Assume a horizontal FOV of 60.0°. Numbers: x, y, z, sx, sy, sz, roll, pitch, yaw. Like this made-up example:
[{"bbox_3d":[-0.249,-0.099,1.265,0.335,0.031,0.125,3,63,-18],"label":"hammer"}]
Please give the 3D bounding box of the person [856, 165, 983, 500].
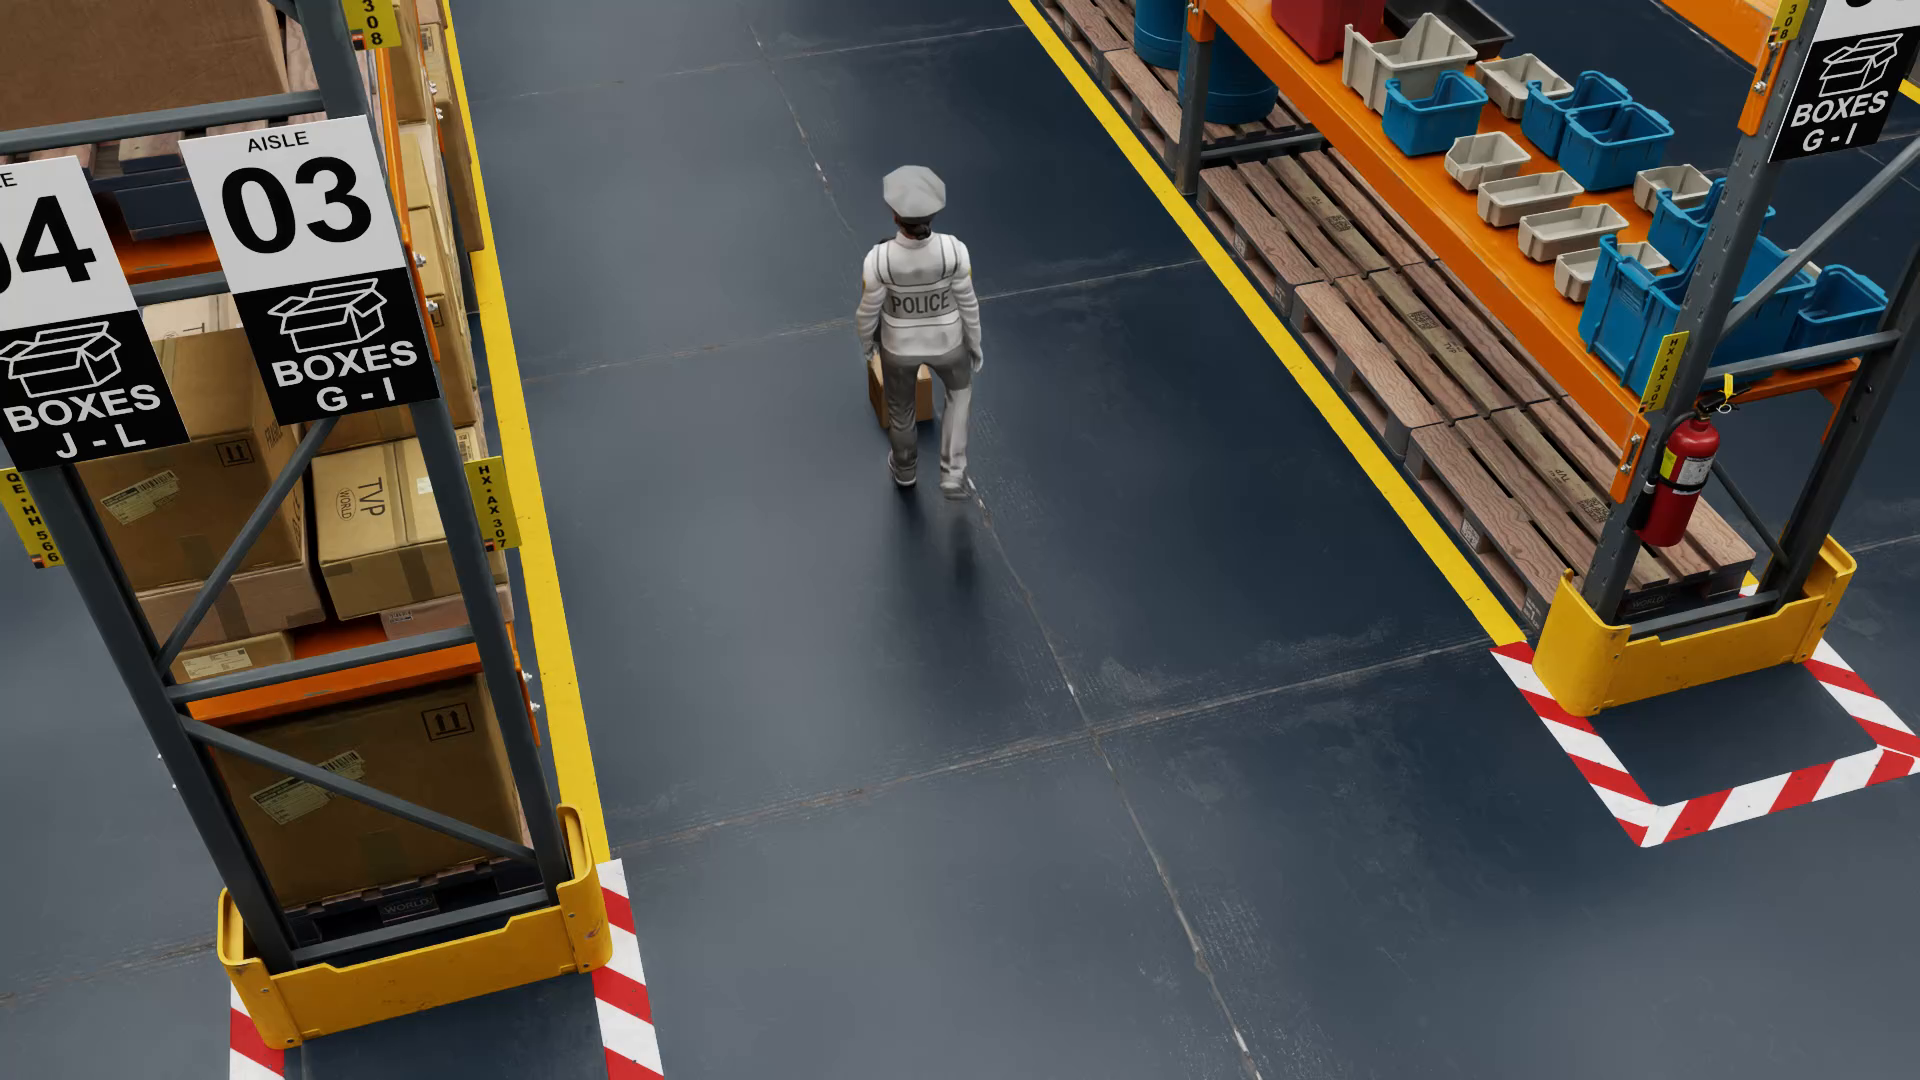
[{"bbox_3d":[-0.172,-0.857,7.048,0.533,1.685,0.572,-4,43,-4],"label":"person"}]
